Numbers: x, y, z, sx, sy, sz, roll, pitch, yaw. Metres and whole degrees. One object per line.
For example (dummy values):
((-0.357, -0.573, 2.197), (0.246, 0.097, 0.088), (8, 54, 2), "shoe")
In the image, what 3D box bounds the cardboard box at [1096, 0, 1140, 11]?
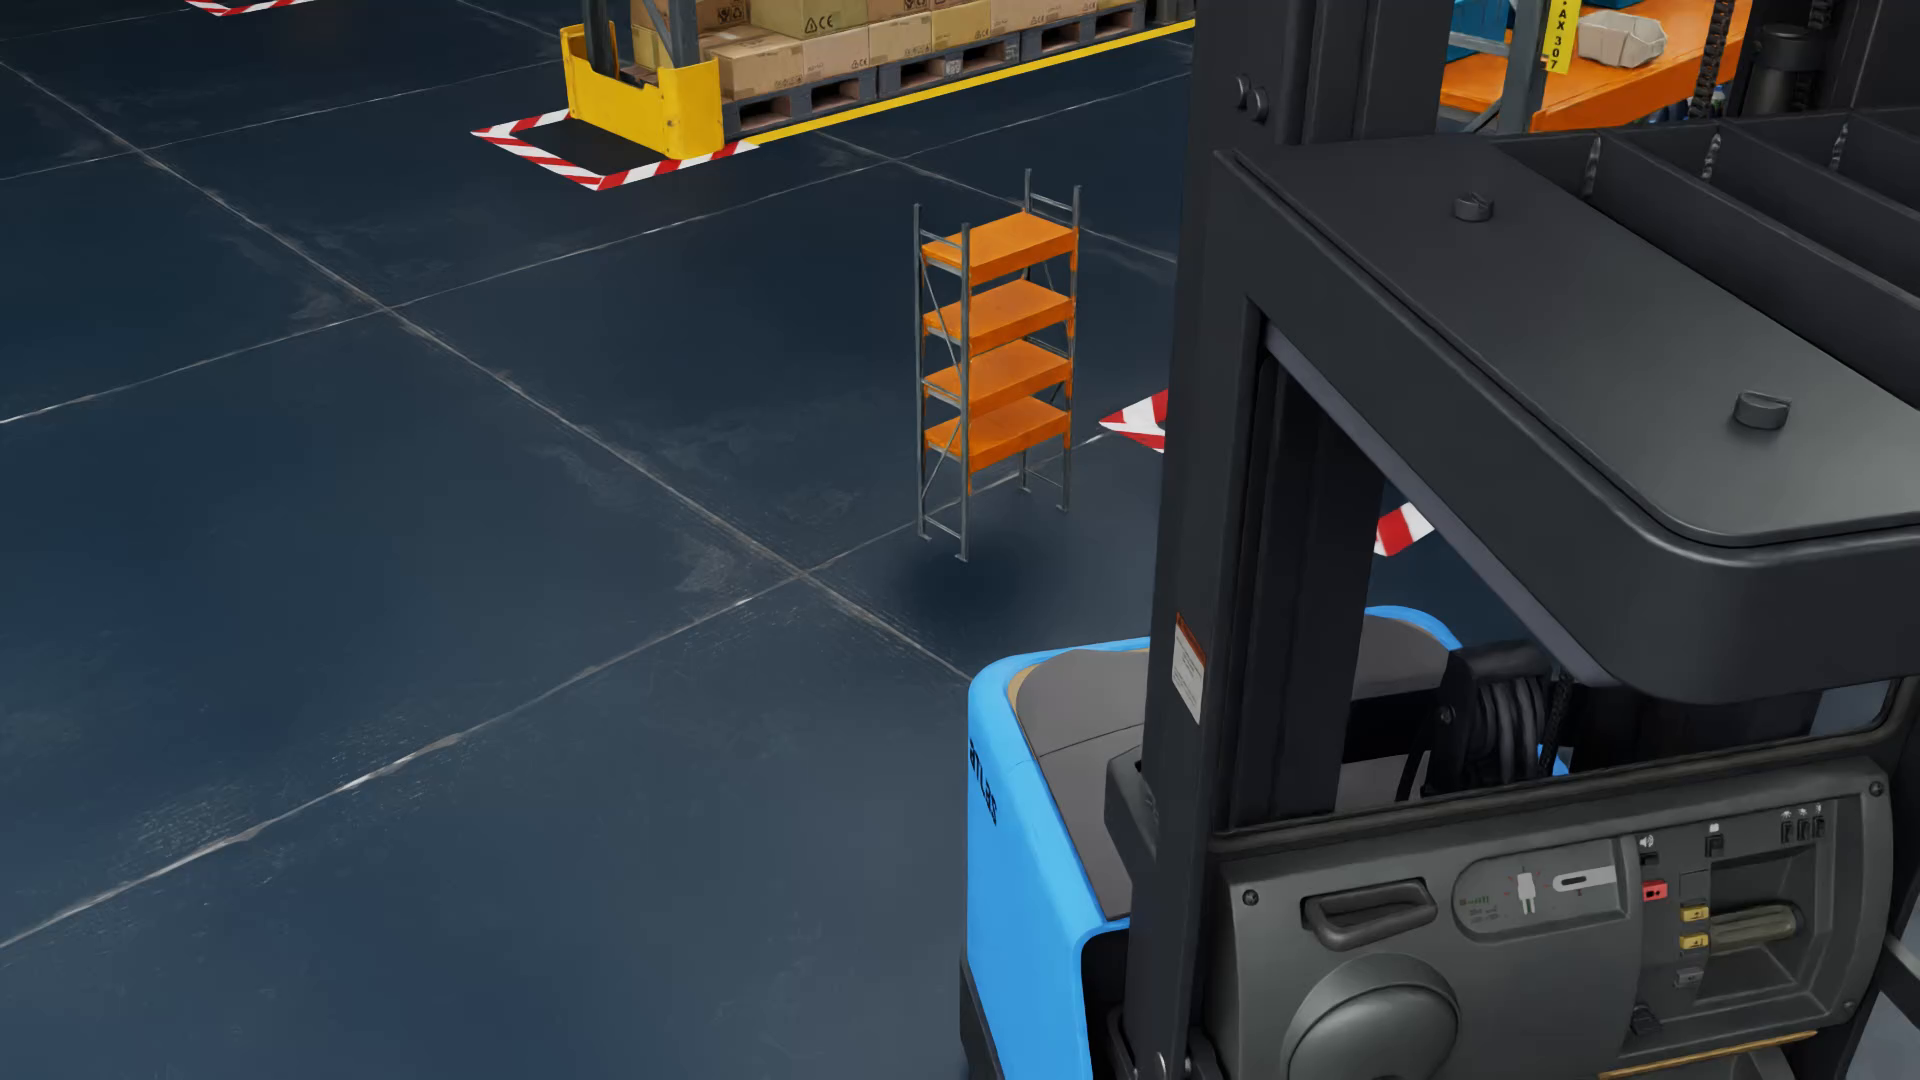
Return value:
((0.939, -3.832, 11.375), (0.500, 0.250, 0.500), (-26, 40, -35), "cardboard box")

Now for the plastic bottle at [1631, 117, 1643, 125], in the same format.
((3.334, -1.970, 8.278), (0.133, 0.283, 0.061), (-24, 39, -33), "plastic bottle")

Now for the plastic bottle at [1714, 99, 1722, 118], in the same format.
((3.818, -2.096, 8.485), (0.133, 0.283, 0.061), (-26, 40, -35), "plastic bottle")

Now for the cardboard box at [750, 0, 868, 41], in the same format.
((-0.893, -3.265, 9.728), (0.500, 0.500, 0.500), (-26, 40, -35), "cardboard box")

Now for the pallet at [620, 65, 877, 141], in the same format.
((-1.270, -2.753, 10.050), (1.213, 0.211, 1.003), (-26, 40, -35), "pallet")

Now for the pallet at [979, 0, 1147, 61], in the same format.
((0.519, -3.619, 11.466), (1.213, 0.211, 1.003), (-26, 40, -35), "pallet")

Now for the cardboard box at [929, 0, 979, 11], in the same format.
((-0.156, -3.618, 10.305), (0.500, 0.500, 0.500), (-26, 40, -35), "cardboard box")

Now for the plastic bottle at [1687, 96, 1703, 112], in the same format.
((3.746, -2.133, 8.553), (0.135, 0.276, 0.152), (-24, 39, -34), "plastic bottle")

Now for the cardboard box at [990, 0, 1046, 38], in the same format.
((0.209, -3.476, 10.792), (0.500, 0.250, 0.500), (-26, 40, -35), "cardboard box")

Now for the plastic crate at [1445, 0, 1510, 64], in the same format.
((1.726, -1.988, 6.268), (0.616, 0.251, 0.499), (-26, 40, -35), "plastic crate")

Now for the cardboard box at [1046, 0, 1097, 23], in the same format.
((0.566, -3.659, 11.091), (0.500, 0.250, 0.500), (-26, 40, -35), "cardboard box")

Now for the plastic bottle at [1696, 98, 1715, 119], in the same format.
((3.720, -2.053, 8.350), (0.185, 0.351, 0.144), (-26, 40, -35), "plastic bottle")

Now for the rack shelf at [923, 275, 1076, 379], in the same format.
((0.121, -0.704, 5.451), (0.480, 0.148, 0.258), (-26, 40, -35), "rack shelf")

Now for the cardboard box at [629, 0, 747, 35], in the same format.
((-1.612, -3.286, 9.762), (0.500, 0.500, 0.500), (-26, 40, -35), "cardboard box")

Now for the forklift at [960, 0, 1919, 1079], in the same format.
((0.839, 0.592, 1.972), (1.130, 2.935, 3.031), (-7, 32, -11), "forklift")

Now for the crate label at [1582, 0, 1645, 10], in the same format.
((2.728, -2.531, 6.980), (0.616, 0.435, 0.502), (-26, 40, -35), "crate label")

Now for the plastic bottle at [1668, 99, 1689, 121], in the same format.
((3.622, -2.108, 8.440), (0.185, 0.351, 0.144), (-25, 39, -34), "plastic bottle")

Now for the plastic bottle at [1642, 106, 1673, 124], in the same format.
((3.483, -2.041, 8.331), (0.144, 0.351, 0.185), (27, 41, 37), "plastic bottle")

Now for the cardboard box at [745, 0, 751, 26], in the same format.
((-1.252, -3.147, 10.254), (0.500, 0.250, 0.500), (-26, 40, -35), "cardboard box")

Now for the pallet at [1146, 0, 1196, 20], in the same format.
((1.644, -4.161, 12.353), (1.213, 0.211, 1.003), (-26, 40, -35), "pallet")

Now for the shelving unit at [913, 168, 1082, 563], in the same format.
((0.121, -0.571, 5.533), (0.503, 1.200, 0.258), (-26, 40, -35), "shelving unit")

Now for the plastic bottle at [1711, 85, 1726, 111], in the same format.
((3.964, -2.257, 8.759), (0.097, 0.271, 0.097), (0, 31, 0), "plastic bottle")

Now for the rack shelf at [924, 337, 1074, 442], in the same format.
((0.121, -0.513, 5.568), (0.480, 0.148, 0.258), (-26, 40, -35), "rack shelf")

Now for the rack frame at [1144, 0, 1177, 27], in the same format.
((1.131, -5.074, 11.173), (0.127, 3.000, 1.000), (-26, 40, -35), "rack frame")

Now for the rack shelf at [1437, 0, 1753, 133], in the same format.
((3.029, -2.162, 7.100), (4.000, 0.370, 1.077), (-26, 40, -35), "rack shelf")

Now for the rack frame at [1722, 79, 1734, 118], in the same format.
((4.496, -3.178, 8.072), (0.127, 3.000, 1.000), (-26, 40, -35), "rack frame")

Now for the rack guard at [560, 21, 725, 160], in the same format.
((-1.820, -2.581, 9.491), (0.348, 0.500, 1.175), (-26, 40, -35), "rack guard")

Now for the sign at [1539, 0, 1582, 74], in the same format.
((1.934, -1.666, 5.333), (0.005, 0.325, 0.100), (-26, 40, -35), "sign")

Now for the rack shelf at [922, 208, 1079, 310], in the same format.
((0.121, -0.906, 5.328), (0.480, 0.148, 0.258), (-26, 40, -35), "rack shelf")

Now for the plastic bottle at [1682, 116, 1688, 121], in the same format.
((3.598, -1.977, 8.301), (0.097, 0.271, 0.097), (0, 31, 0), "plastic bottle")

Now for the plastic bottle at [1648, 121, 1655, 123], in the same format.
((3.401, -1.941, 8.242), (0.097, 0.271, 0.097), (0, 31, 0), "plastic bottle")

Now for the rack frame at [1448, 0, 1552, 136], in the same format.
((1.563, -1.759, 5.752), (0.127, 3.000, 1.000), (-26, 40, -35), "rack frame")

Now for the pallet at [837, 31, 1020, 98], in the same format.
((-0.376, -3.184, 10.754), (1.213, 0.211, 1.003), (-26, 40, -35), "pallet")

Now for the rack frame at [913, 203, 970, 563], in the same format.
((-0.058, -0.484, 5.391), (0.015, 1.200, 0.240), (-26, 40, -35), "rack frame")

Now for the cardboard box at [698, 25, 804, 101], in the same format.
((-1.258, -2.767, 9.633), (0.500, 0.250, 0.500), (-26, 40, -35), "cardboard box")

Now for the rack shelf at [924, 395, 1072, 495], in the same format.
((0.121, -0.344, 5.672), (0.480, 0.148, 0.258), (-26, 40, -35), "rack shelf")

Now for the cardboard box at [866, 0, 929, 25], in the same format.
((-0.535, -3.447, 10.026), (0.500, 0.500, 0.500), (-26, 40, -35), "cardboard box")

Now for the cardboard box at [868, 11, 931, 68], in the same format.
((-0.527, -3.123, 10.215), (0.500, 0.250, 0.500), (-26, 40, -35), "cardboard box")

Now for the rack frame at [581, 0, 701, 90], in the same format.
((-1.802, -3.656, 8.853), (0.127, 3.000, 1.000), (-26, 40, -35), "rack frame")

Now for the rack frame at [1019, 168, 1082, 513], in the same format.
((0.300, -0.657, 5.675), (0.015, 1.200, 0.240), (-26, 40, -35), "rack frame")

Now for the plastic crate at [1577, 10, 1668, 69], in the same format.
((2.438, -1.841, 6.139), (0.250, 0.136, 0.298), (-26, 40, -35), "plastic crate")

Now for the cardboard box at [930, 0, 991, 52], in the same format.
((-0.157, -3.298, 10.502), (0.500, 0.250, 0.500), (-26, 40, -35), "cardboard box")

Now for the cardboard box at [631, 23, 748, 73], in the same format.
((-1.610, -2.965, 9.957), (0.500, 0.250, 0.500), (-26, 40, -35), "cardboard box")

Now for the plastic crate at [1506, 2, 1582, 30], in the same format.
((2.206, -2.216, 6.642), (0.408, 0.251, 0.499), (-26, 40, -35), "plastic crate")

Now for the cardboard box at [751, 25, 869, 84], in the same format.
((-0.894, -2.946, 9.925), (0.500, 0.250, 0.500), (-26, 40, -35), "cardboard box")
